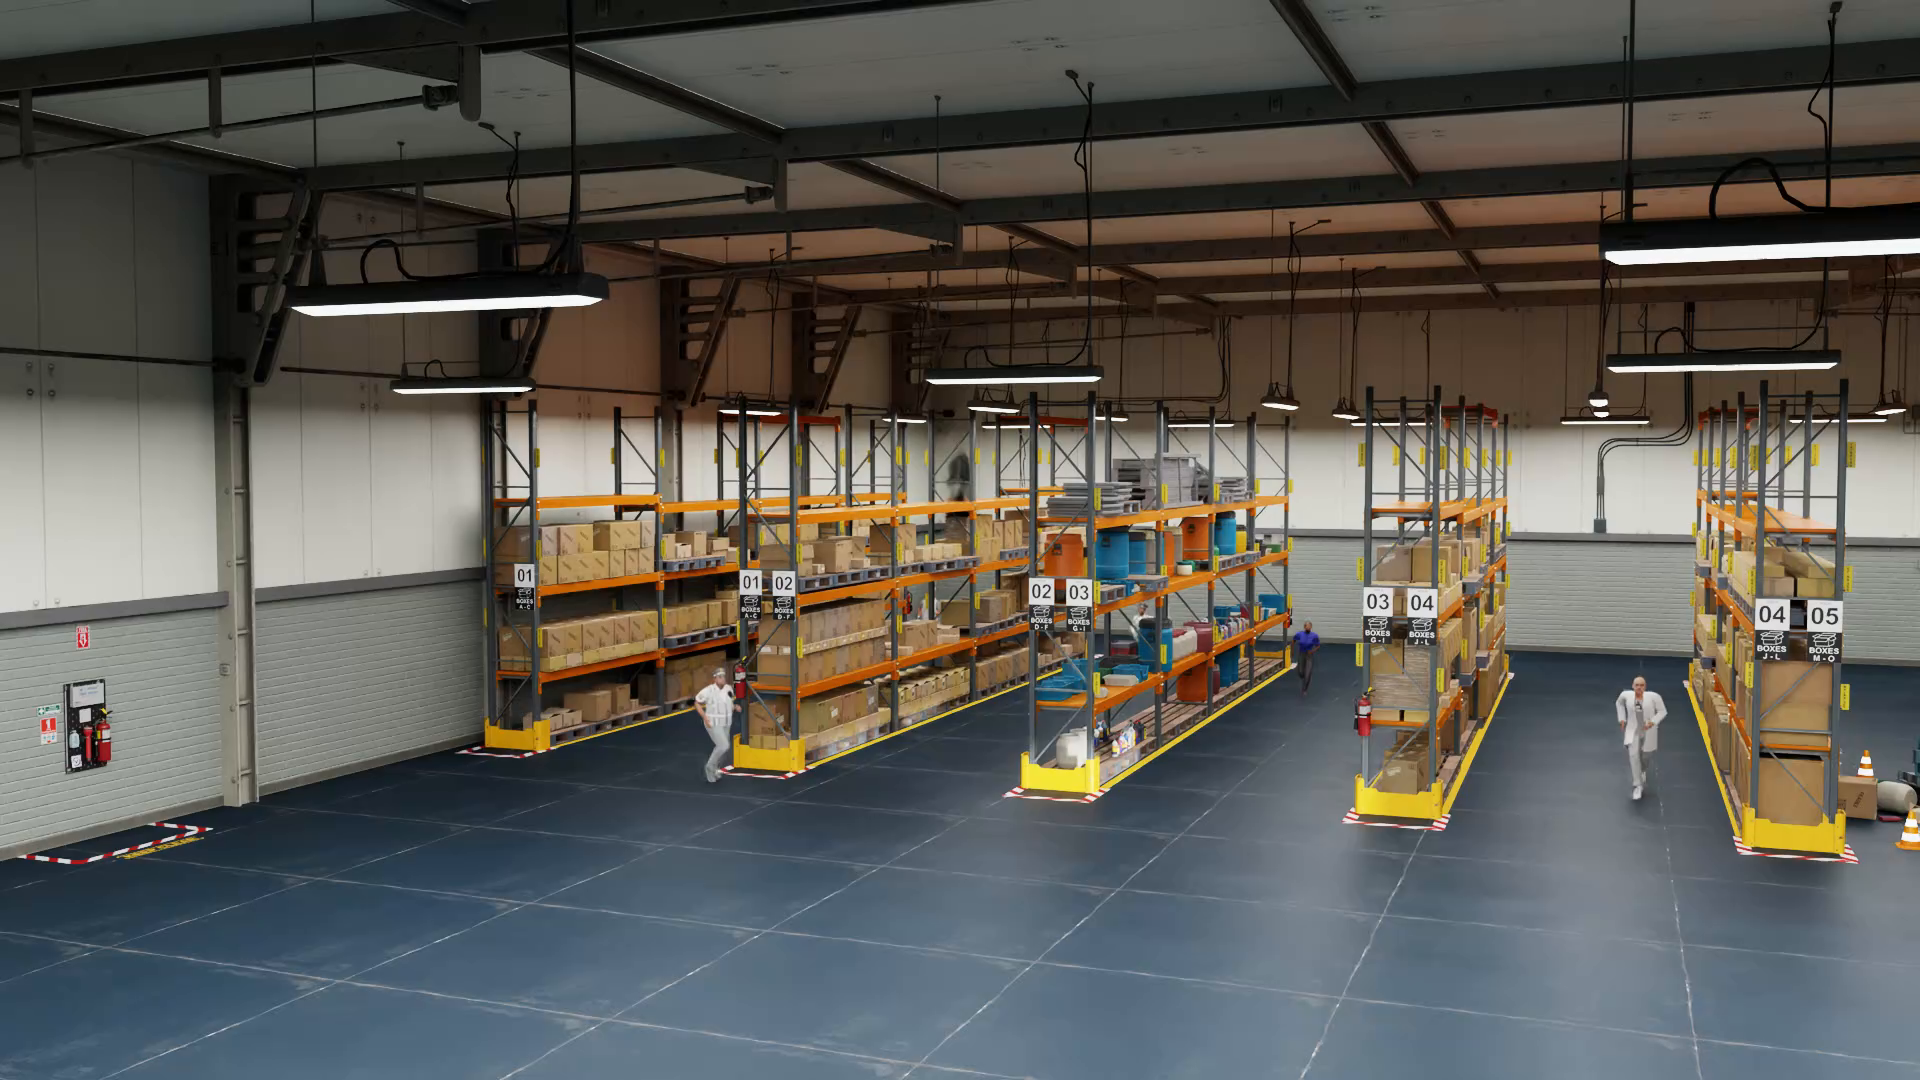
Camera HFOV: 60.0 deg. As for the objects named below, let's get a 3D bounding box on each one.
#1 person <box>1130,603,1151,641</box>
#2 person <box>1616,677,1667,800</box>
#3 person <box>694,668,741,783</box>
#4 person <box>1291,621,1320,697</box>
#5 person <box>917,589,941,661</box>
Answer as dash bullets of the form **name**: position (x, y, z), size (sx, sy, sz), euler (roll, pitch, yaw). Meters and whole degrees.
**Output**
- **person**: position (4.228, 2.282, 38.628), size (0.616, 1.659, 0.548), euler (1, 3, 21)
- **person**: position (10.159, 2.907, 24.817), size (0.712, 1.779, 1.185), euler (1, 3, 24)
- **person**: position (-3.692, 2.863, 25.721), size (0.692, 1.798, 0.632), euler (2, 4, 39)
- **person**: position (7.256, 2.495, 34.961), size (0.615, 1.606, 0.643), euler (1, 3, 17)
- **person**: position (-0.739, 2.066, 41.011), size (0.661, 1.766, 1.000), euler (0, 3, 9)
